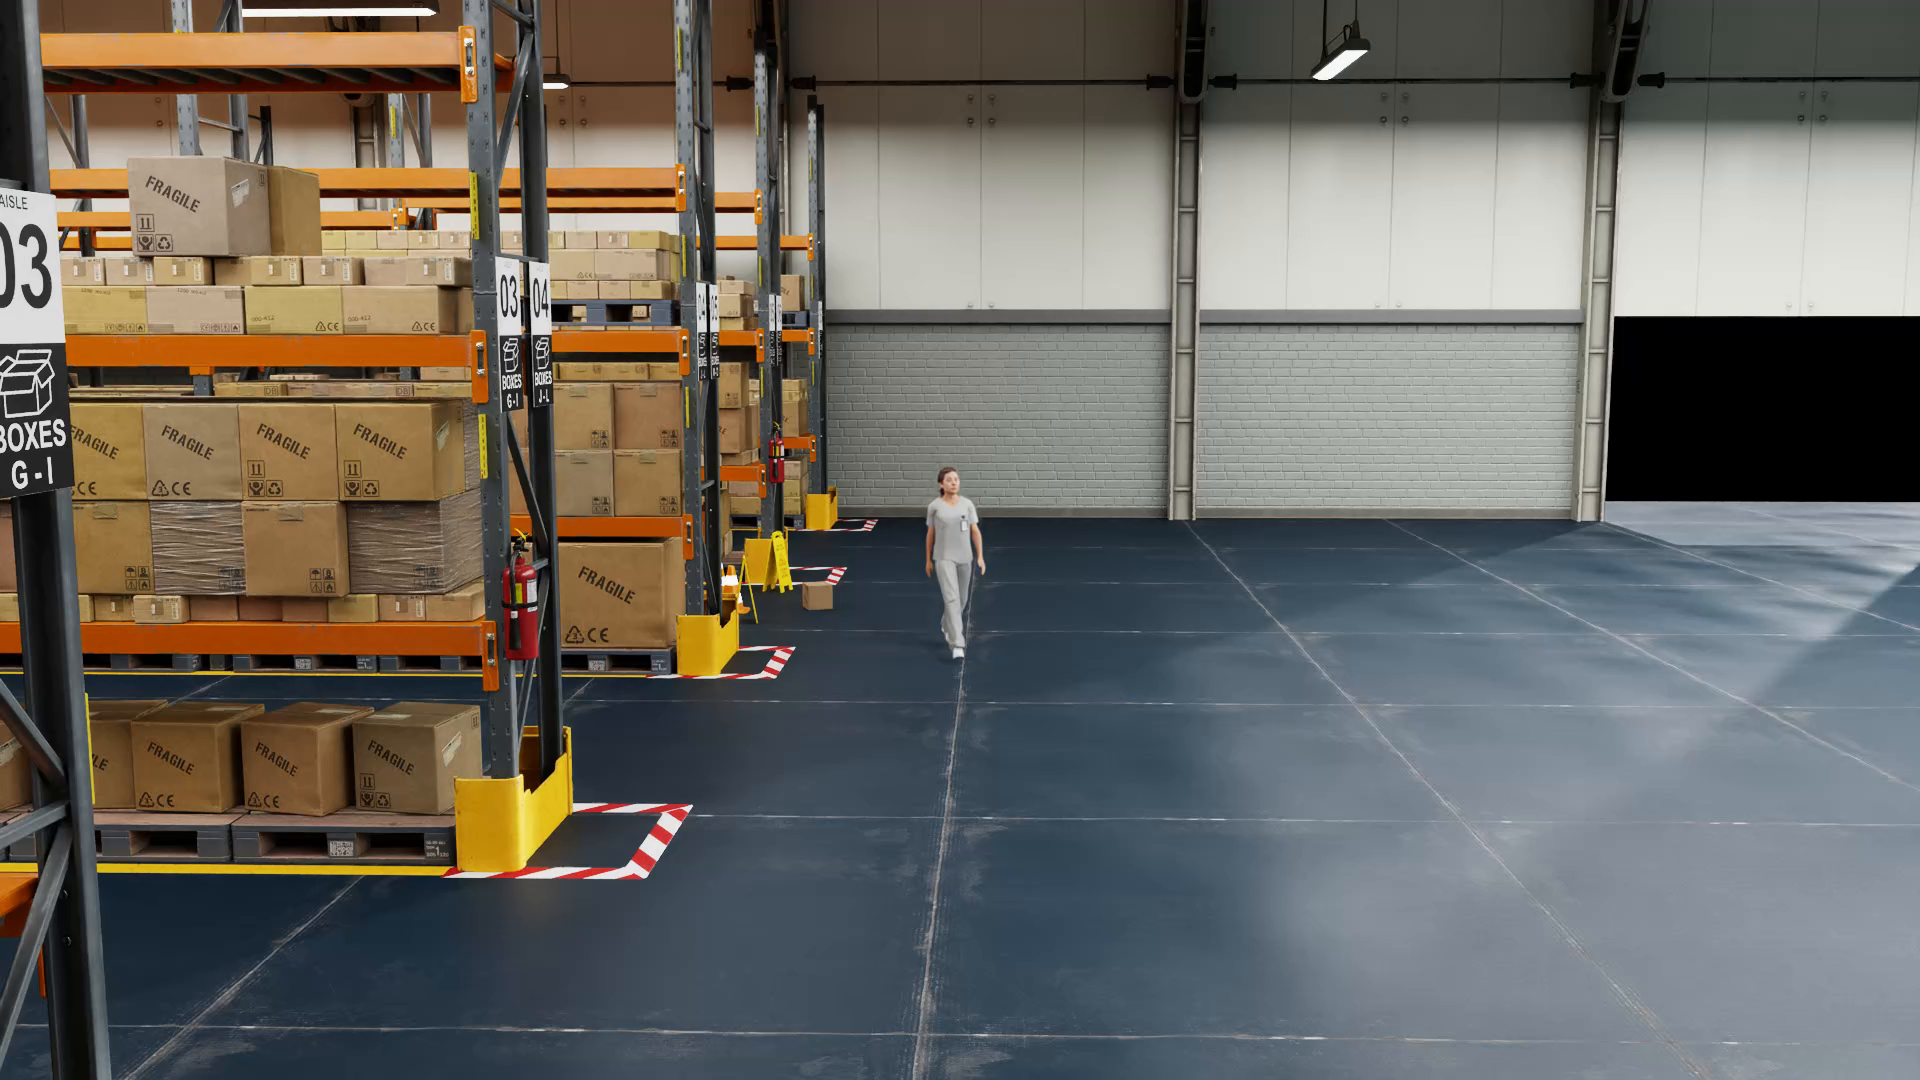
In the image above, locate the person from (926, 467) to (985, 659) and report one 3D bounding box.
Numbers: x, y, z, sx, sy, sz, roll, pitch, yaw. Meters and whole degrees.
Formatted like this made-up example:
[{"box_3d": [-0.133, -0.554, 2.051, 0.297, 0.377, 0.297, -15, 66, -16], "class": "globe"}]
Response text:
[{"box_3d": [-0.046, 0.174, 14.458, 0.454, 1.617, 1.040, -2, 8, -17], "class": "person"}]
